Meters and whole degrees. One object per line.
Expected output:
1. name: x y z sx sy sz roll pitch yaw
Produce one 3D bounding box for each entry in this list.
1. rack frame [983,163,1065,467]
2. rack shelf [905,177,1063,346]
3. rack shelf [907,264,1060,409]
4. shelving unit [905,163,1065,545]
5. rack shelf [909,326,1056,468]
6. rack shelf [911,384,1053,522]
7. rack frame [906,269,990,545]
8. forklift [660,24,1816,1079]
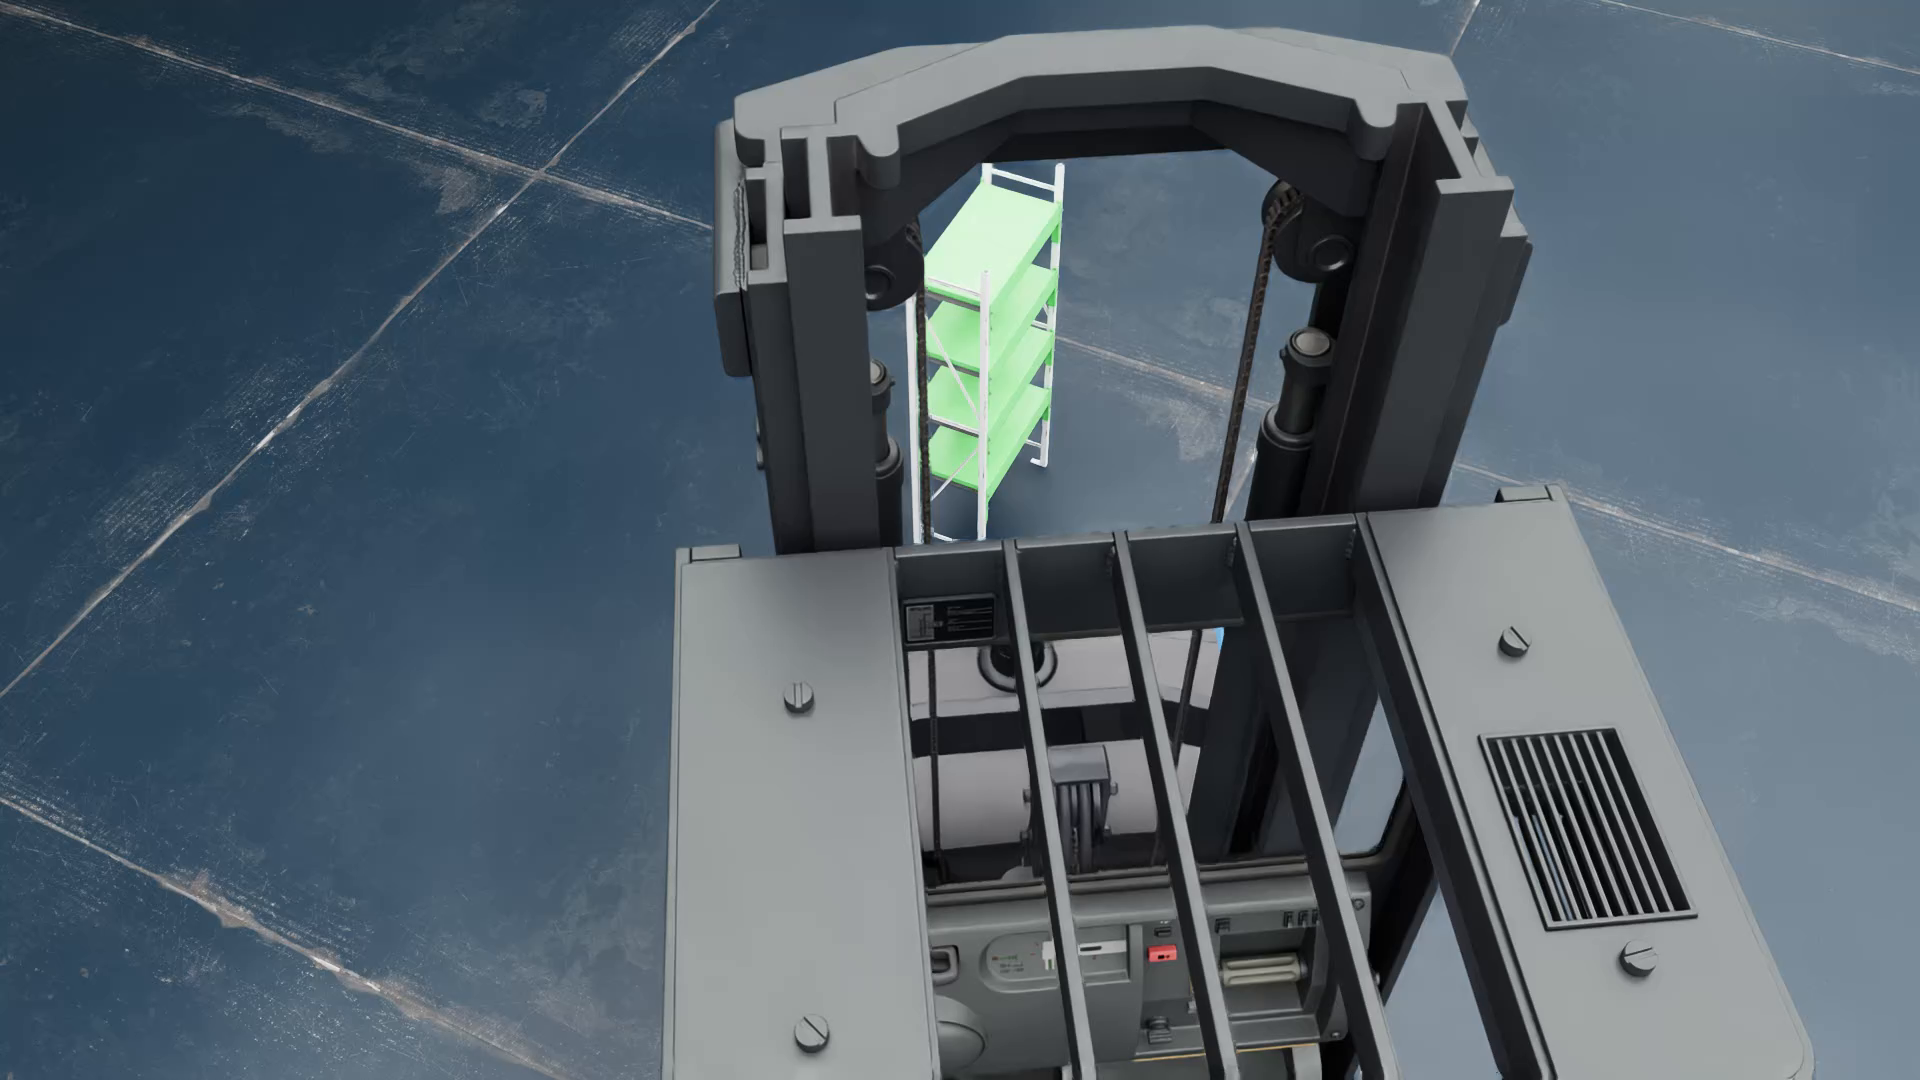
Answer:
1. rack frame: 0.175 -0.671 5.033 0.240 1.200 0.015 20 52 16
2. rack shelf: 0.071 -0.772 4.573 0.258 0.148 0.480 20 52 16
3. rack shelf: 0.071 -0.617 4.756 0.258 0.148 0.480 20 52 16
4. shelving unit: 0.071 -0.503 4.890 0.258 1.200 0.503 20 52 16
5. rack shelf: 0.071 -0.461 4.939 0.258 0.148 0.480 20 52 16
6. rack shelf: 0.071 -0.306 5.121 0.258 0.148 0.480 20 52 16
7. rack frame: -0.034 -0.335 4.747 0.240 1.200 0.015 20 52 16
8. forklift: 0.229 0.868 2.587 1.130 2.935 3.031 -4 50 -4
